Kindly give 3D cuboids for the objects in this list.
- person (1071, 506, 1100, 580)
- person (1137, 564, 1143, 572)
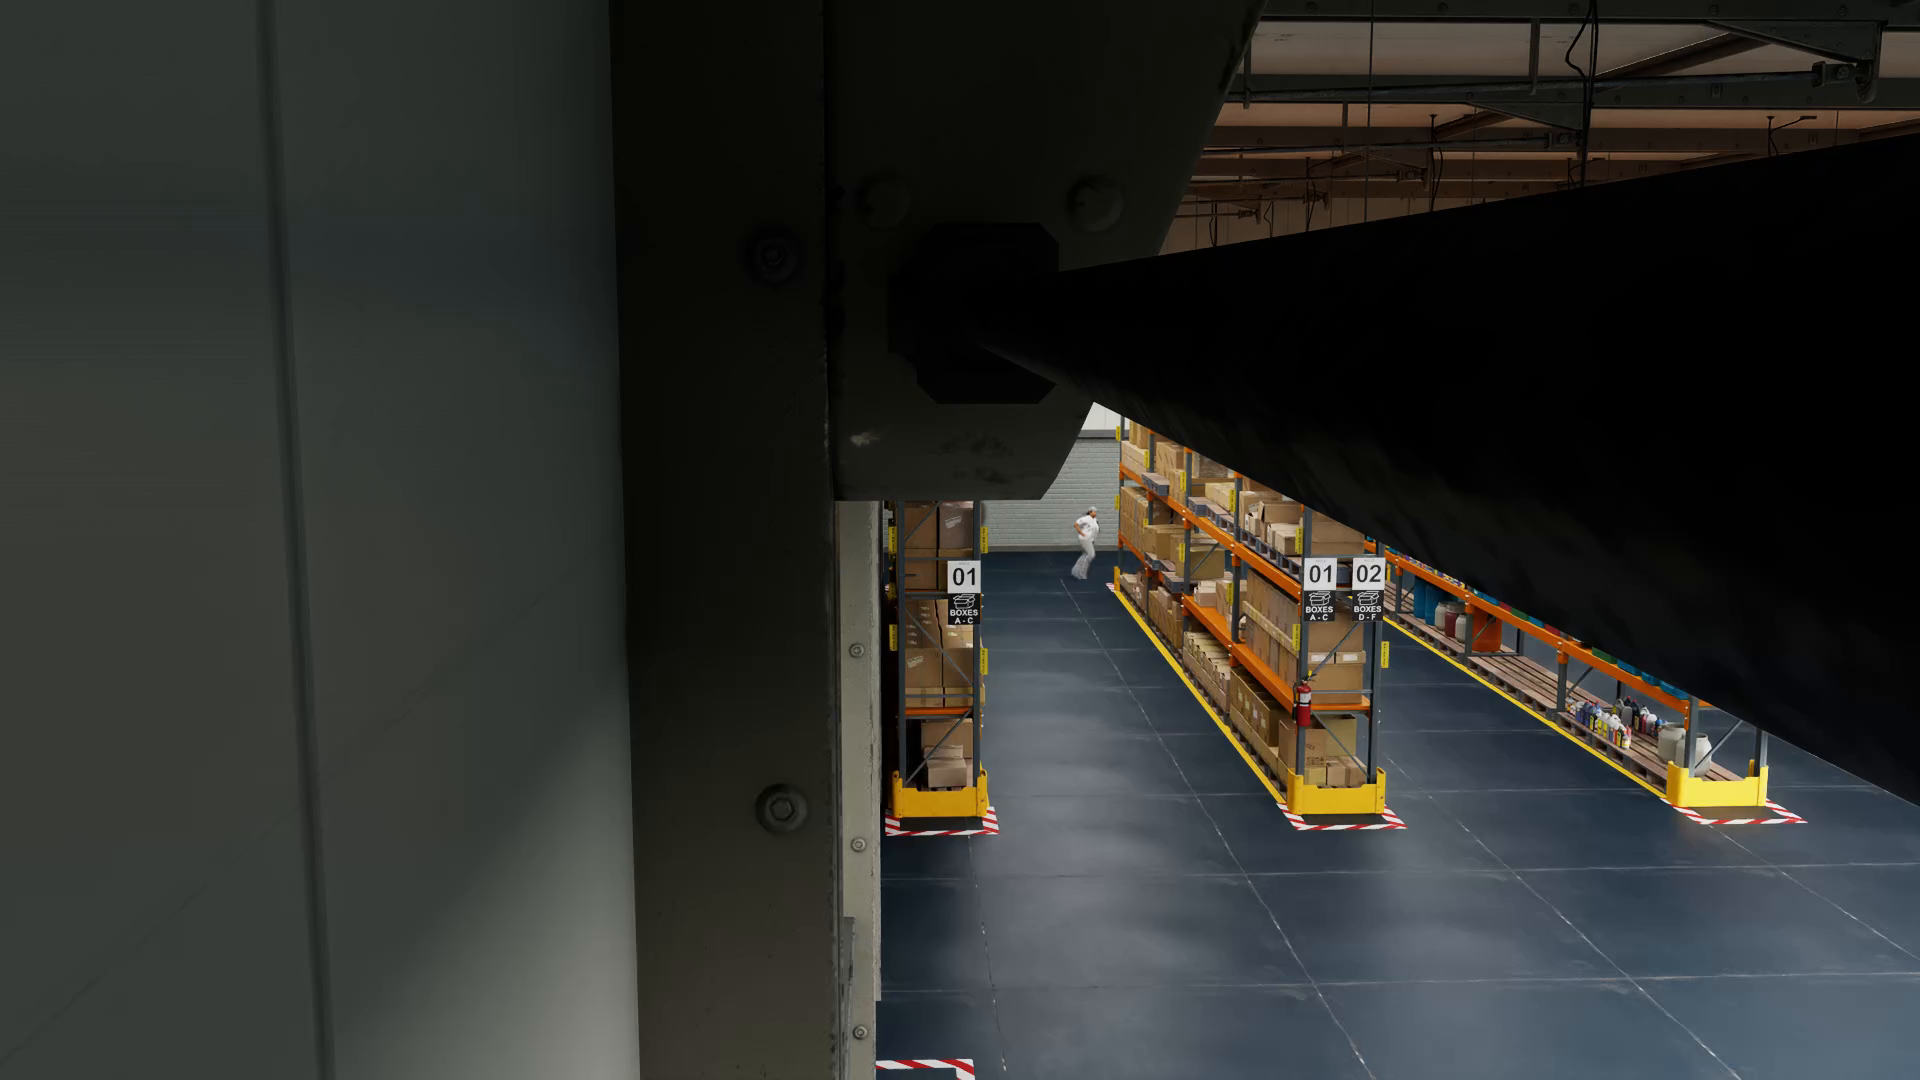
[{"bbox_3d":[2.887,0.069,38.084,0.643,1.684,0.690,5,10,30],"label":"person"},{"bbox_3d":[4.447,0.104,37.517,0.868,1.704,0.646,2,8,11],"label":"person"}]
